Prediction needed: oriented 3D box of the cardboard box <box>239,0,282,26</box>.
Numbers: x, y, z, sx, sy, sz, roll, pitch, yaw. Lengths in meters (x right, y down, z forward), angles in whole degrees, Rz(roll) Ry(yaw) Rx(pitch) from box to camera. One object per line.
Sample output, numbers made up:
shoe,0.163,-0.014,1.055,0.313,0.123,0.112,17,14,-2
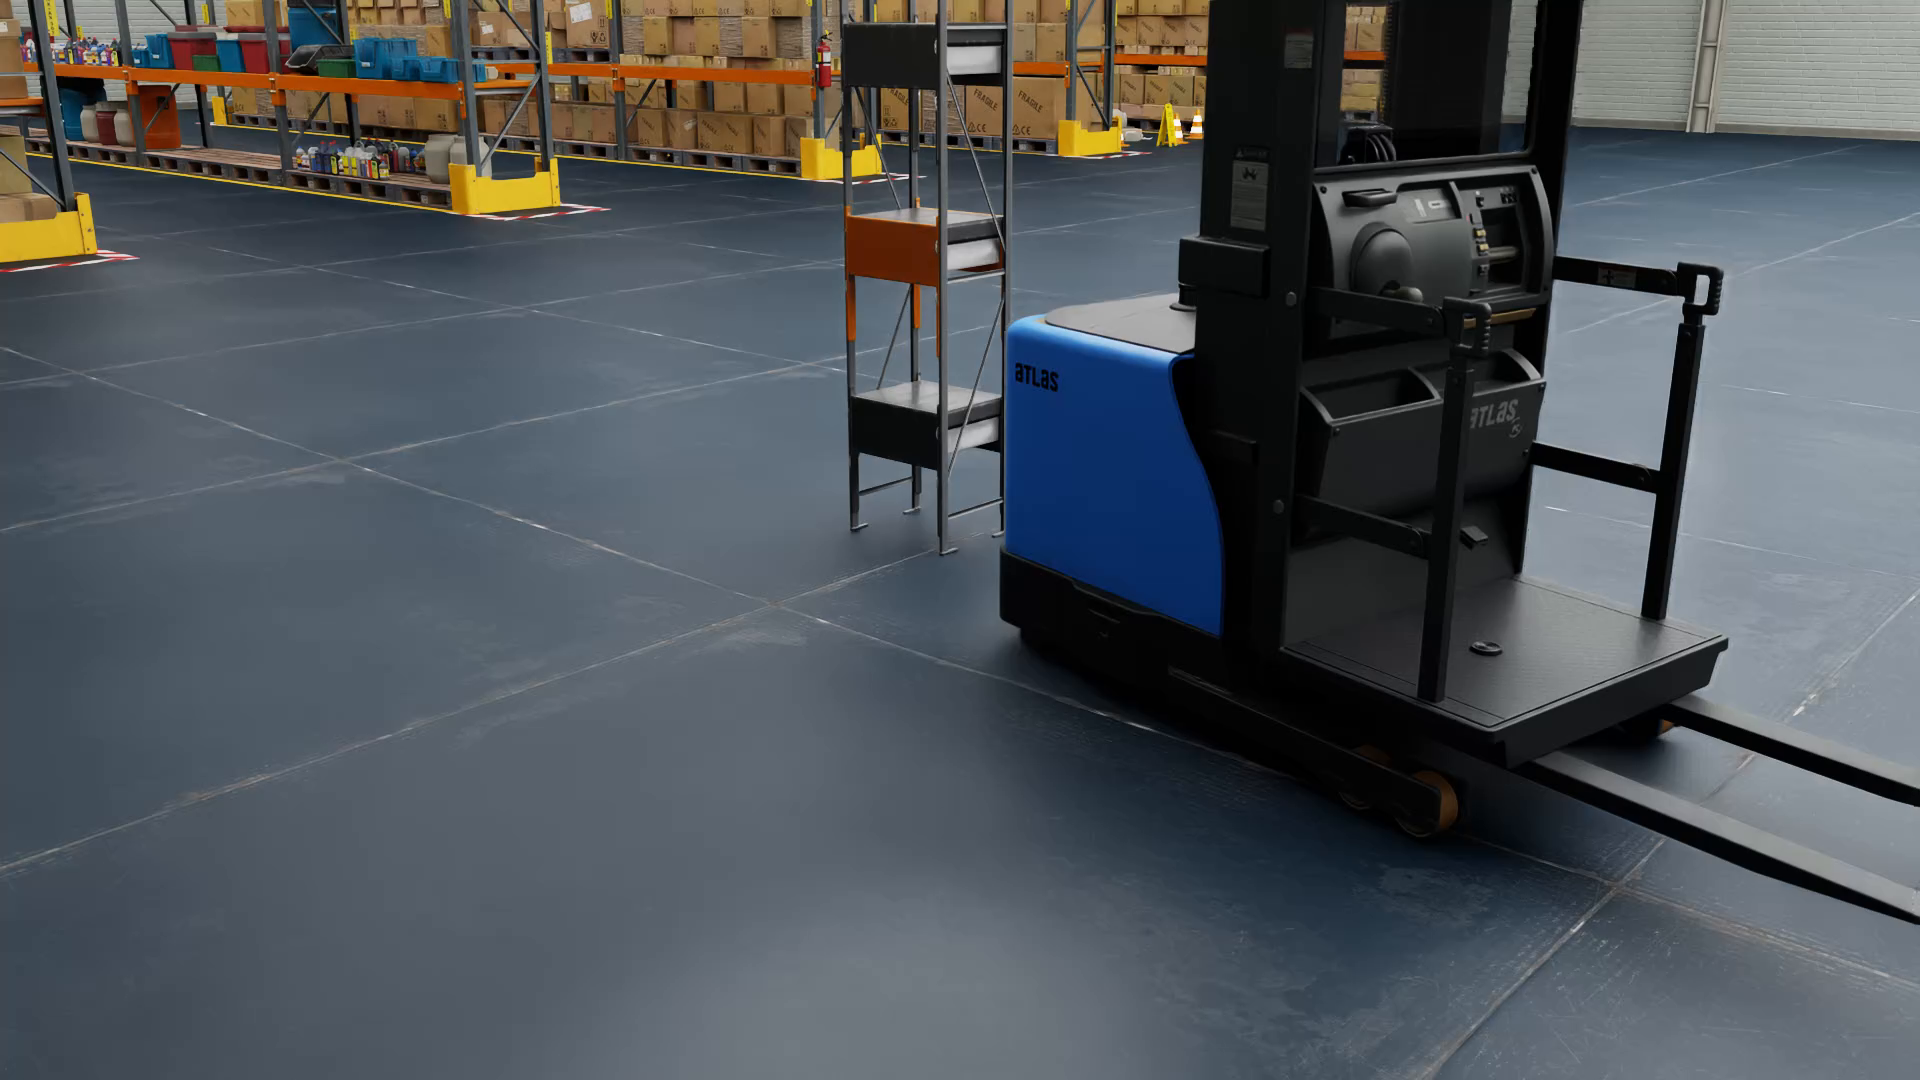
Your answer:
cardboard box,-12.476,-9.361,29.665,0.500,0.500,0.500,14,23,38

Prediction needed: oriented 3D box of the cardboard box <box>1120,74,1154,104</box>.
cardboard box,3.189,-7.984,29.423,0.500,0.500,0.500,17,24,42

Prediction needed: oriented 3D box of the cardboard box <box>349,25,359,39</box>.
cardboard box,-9.874,-8.288,27.604,0.500,0.500,0.500,15,23,39

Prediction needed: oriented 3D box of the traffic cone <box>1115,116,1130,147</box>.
traffic cone,2.459,-6.402,26.018,0.334,0.463,0.336,15,23,39

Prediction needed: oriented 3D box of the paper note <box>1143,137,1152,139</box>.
paper note,3.096,-6.647,27.507,0.142,0.019,0.148,7,19,21

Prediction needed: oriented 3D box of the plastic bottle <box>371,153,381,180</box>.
plastic bottle,-6.505,-4.164,18.538,0.133,0.283,0.061,16,23,41

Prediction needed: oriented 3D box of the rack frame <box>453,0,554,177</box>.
rack frame,-4.741,-4.960,17.283,0.127,3.000,1.000,15,23,39

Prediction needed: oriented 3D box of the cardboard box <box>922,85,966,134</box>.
cardboard box,0.023,-6.851,26.059,0.875,0.875,0.875,15,23,40

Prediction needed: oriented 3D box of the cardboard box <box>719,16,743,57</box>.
cardboard box,-2.646,-6.571,21.699,0.500,0.500,0.875,15,23,39

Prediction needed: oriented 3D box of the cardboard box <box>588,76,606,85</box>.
cardboard box,-6.684,-8.750,31.423,0.500,0.250,0.500,14,22,37

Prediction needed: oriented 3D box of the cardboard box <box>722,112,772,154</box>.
cardboard box,-2.835,-5.461,22.299,0.500,0.500,0.500,-16,23,-41

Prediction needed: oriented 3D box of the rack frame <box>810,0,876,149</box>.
rack frame,-1.454,-6.081,20.814,0.127,3.000,1.000,15,23,39

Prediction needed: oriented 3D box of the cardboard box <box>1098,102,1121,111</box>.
cardboard box,2.801,-7.732,29.867,0.500,0.250,0.500,17,24,42

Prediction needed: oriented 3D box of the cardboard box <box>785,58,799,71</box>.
cardboard box,-1.991,-6.022,21.044,0.250,0.149,0.380,15,23,39

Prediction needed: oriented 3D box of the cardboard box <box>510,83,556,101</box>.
cardboard box,-6.513,-6.831,25.343,0.500,0.250,0.500,-15,23,-40

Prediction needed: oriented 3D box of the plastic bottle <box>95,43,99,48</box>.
plastic bottle,-12.525,-7.069,24.140,0.097,0.271,0.097,0,18,0

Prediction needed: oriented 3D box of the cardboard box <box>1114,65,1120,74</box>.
cardboard box,2.834,-8.361,29.539,0.250,0.149,0.380,16,24,41

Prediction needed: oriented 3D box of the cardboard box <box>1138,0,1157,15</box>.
cardboard box,3.493,-9.356,28.825,0.500,0.500,0.700,15,23,39

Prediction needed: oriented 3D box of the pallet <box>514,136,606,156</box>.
pallet,-5.946,-5.956,25.030,1.213,0.211,1.003,15,23,39

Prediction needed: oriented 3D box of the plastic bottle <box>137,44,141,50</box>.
plastic bottle,-11.594,-6.880,23.546,0.097,0.271,0.097,0,18,0

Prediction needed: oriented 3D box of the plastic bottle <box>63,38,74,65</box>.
plastic bottle,-12.495,-6.863,23.359,0.185,0.351,0.144,15,23,39

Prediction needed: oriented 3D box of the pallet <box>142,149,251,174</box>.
pallet,-10.171,-5.073,22.248,1.213,0.211,1.003,15,23,39

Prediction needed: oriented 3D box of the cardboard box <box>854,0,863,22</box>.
cardboard box,-1.453,-8.609,26.960,0.500,0.500,0.700,15,23,38

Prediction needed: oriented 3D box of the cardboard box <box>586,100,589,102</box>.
cardboard box,-7.120,-8.579,32.705,0.250,0.149,0.380,14,22,37

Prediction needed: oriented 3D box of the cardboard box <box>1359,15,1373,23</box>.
cardboard box,7.760,-9.855,31.467,0.250,0.149,0.380,16,23,40

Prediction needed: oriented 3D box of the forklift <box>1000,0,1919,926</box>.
forklift,1.416,-0.809,4.315,1.130,2.935,3.031,-13,22,-35

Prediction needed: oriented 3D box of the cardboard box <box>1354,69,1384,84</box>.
cardboard box,7.865,-8.835,31.690,0.500,0.250,0.500,16,24,41

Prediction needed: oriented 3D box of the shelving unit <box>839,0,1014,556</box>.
shelving unit,-0.124,-1.034,6.399,0.503,2.100,0.431,15,23,39

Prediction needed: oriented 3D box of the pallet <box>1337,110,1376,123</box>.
pallet,7.816,-8.262,32.296,1.213,0.211,1.003,15,23,39

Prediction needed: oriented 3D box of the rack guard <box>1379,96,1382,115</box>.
rack guard,8.434,-8.251,31.783,0.348,0.500,1.175,15,23,39

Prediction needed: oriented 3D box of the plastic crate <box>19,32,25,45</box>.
plastic crate,-14.292,-7.407,24.921,0.575,0.384,0.392,15,23,39

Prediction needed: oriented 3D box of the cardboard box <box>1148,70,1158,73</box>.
cardboard box,4.451,-9.578,35.065,0.625,0.625,0.875,15,23,39

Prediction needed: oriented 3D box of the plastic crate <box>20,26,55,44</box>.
plastic crate,-14.218,-7.665,25.600,0.583,0.464,0.402,15,23,39

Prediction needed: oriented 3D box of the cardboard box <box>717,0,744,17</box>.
cardboard box,-2.779,-7.002,21.405,0.500,0.500,0.500,15,23,39

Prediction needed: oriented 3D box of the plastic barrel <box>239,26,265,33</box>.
plastic barrel,-8.852,-6.217,21.019,0.433,0.535,0.433,0,18,0

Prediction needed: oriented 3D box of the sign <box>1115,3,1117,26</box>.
sign,2.287,-7.758,24.535,0.005,0.325,0.100,15,23,39

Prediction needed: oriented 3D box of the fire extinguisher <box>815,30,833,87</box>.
fire extinguisher,-1.674,-5.917,20.425,0.183,0.674,0.296,15,23,39

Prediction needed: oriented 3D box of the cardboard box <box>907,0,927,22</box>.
cardboard box,-0.336,-8.406,26.108,0.550,0.550,0.875,15,23,39

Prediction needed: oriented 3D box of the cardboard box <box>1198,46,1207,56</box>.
cardboard box,4.262,-8.312,28.260,0.250,0.149,0.380,15,23,38

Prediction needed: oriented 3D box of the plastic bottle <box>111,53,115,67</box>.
plastic bottle,-11.385,-6.484,22.412,0.097,0.201,0.097,0,18,0

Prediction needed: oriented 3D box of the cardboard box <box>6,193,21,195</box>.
cardboard box,-8.662,-2.988,14.918,0.500,0.250,0.500,15,23,39

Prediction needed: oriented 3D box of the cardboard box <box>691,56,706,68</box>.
cardboard box,-3.354,-6.355,22.093,0.250,0.149,0.380,15,23,39

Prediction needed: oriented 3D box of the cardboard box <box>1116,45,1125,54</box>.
cardboard box,2.979,-8.681,29.423,0.250,0.149,0.380,15,23,39

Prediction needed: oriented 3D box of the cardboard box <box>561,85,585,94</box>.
cardboard box,-7.500,-8.730,32.195,0.250,0.149,0.380,16,24,41

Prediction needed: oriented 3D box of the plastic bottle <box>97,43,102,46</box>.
plastic bottle,-12.557,-7.130,24.325,0.135,0.276,0.152,15,23,39

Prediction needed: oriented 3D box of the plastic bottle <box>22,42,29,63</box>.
plastic bottle,-13.626,-7.117,24.272,0.133,0.283,0.061,15,23,39

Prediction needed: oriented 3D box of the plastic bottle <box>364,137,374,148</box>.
plastic bottle,-7.060,-4.647,19.946,0.185,0.351,0.144,14,23,38

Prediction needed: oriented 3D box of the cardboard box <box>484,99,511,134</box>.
cardboard box,-6.923,-6.576,25.777,0.500,0.500,0.700,14,22,36

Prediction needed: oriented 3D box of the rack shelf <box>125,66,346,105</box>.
rack shelf,-9.229,-5.822,21.188,4.000,0.370,1.077,15,23,39

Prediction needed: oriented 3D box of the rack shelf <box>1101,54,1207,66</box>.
rack shelf,3.628,-8.382,29.253,4.000,0.370,1.077,15,23,39

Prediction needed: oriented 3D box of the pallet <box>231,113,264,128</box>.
pallet,-12.771,-7.822,30.909,1.213,0.211,1.003,15,23,39

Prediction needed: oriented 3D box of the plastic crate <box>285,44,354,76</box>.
plastic crate,-7.426,-5.600,19.401,0.504,0.338,0.767,15,23,39

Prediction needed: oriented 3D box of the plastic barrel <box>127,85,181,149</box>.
plastic barrel,-11.102,-5.827,22.907,0.708,0.830,0.600,15,23,39

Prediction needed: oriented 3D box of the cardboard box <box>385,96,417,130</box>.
cardboard box,-8.601,-7.199,27.154,0.875,0.875,1.225,15,23,39

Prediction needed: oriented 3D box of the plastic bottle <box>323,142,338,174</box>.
plastic bottle,-7.264,-4.417,19.222,0.185,0.351,0.144,14,22,37

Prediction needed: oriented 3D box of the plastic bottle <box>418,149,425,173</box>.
plastic bottle,-6.222,-4.393,19.279,0.097,0.271,0.097,0,18,0

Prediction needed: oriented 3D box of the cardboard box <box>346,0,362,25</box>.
cardboard box,-9.946,-8.890,27.841,0.637,0.503,0.797,14,23,38

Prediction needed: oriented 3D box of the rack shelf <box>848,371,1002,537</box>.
rack shelf,-0.124,-0.354,6.615,0.480,0.518,0.431,15,23,39

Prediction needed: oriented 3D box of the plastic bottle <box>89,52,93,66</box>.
plastic bottle,-11.921,-6.628,22.866,0.097,0.201,0.097,0,18,0
